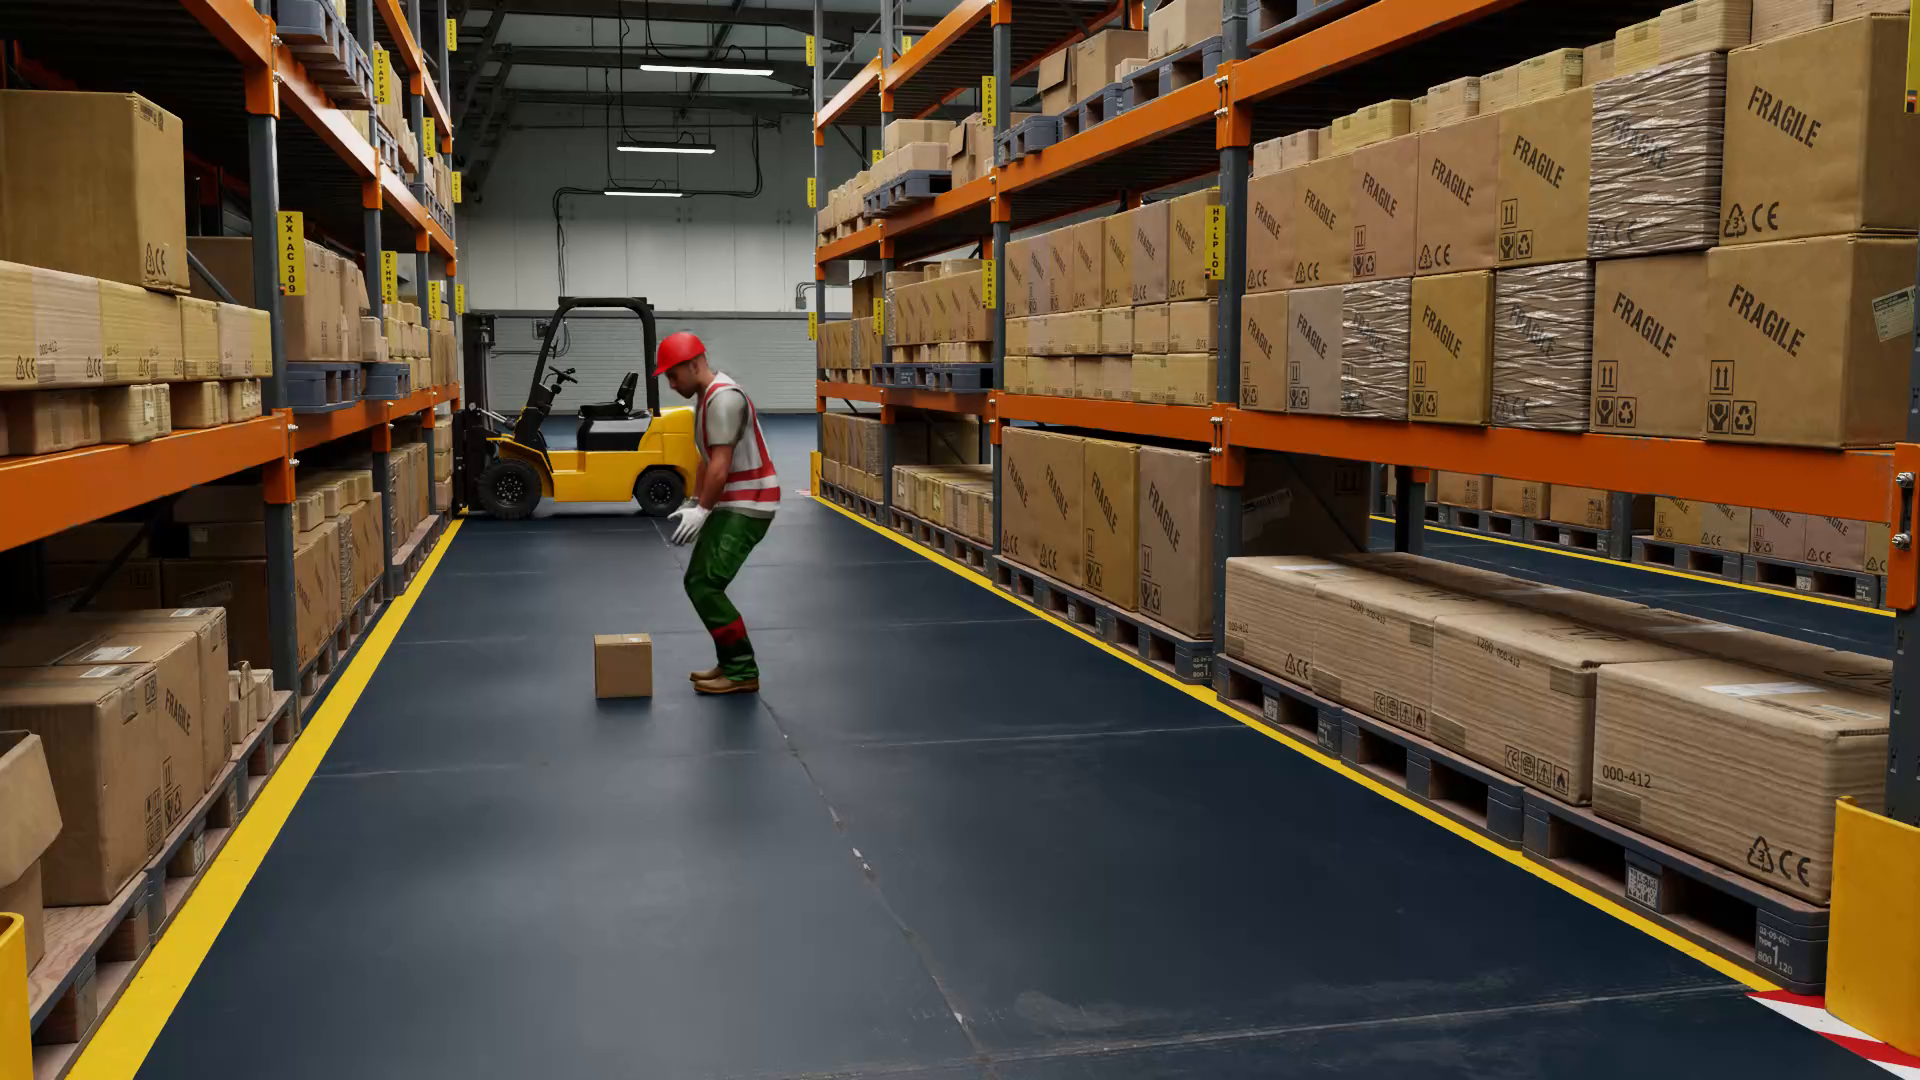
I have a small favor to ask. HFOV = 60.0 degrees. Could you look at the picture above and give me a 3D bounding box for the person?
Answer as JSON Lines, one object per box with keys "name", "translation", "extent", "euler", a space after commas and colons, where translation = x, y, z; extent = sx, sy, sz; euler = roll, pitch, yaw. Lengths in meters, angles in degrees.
{"name": "person", "translation": [-1.268, 0.189, 7.668], "extent": [0.952, 1.010, 0.527], "euler": [-2, 6, -17]}
